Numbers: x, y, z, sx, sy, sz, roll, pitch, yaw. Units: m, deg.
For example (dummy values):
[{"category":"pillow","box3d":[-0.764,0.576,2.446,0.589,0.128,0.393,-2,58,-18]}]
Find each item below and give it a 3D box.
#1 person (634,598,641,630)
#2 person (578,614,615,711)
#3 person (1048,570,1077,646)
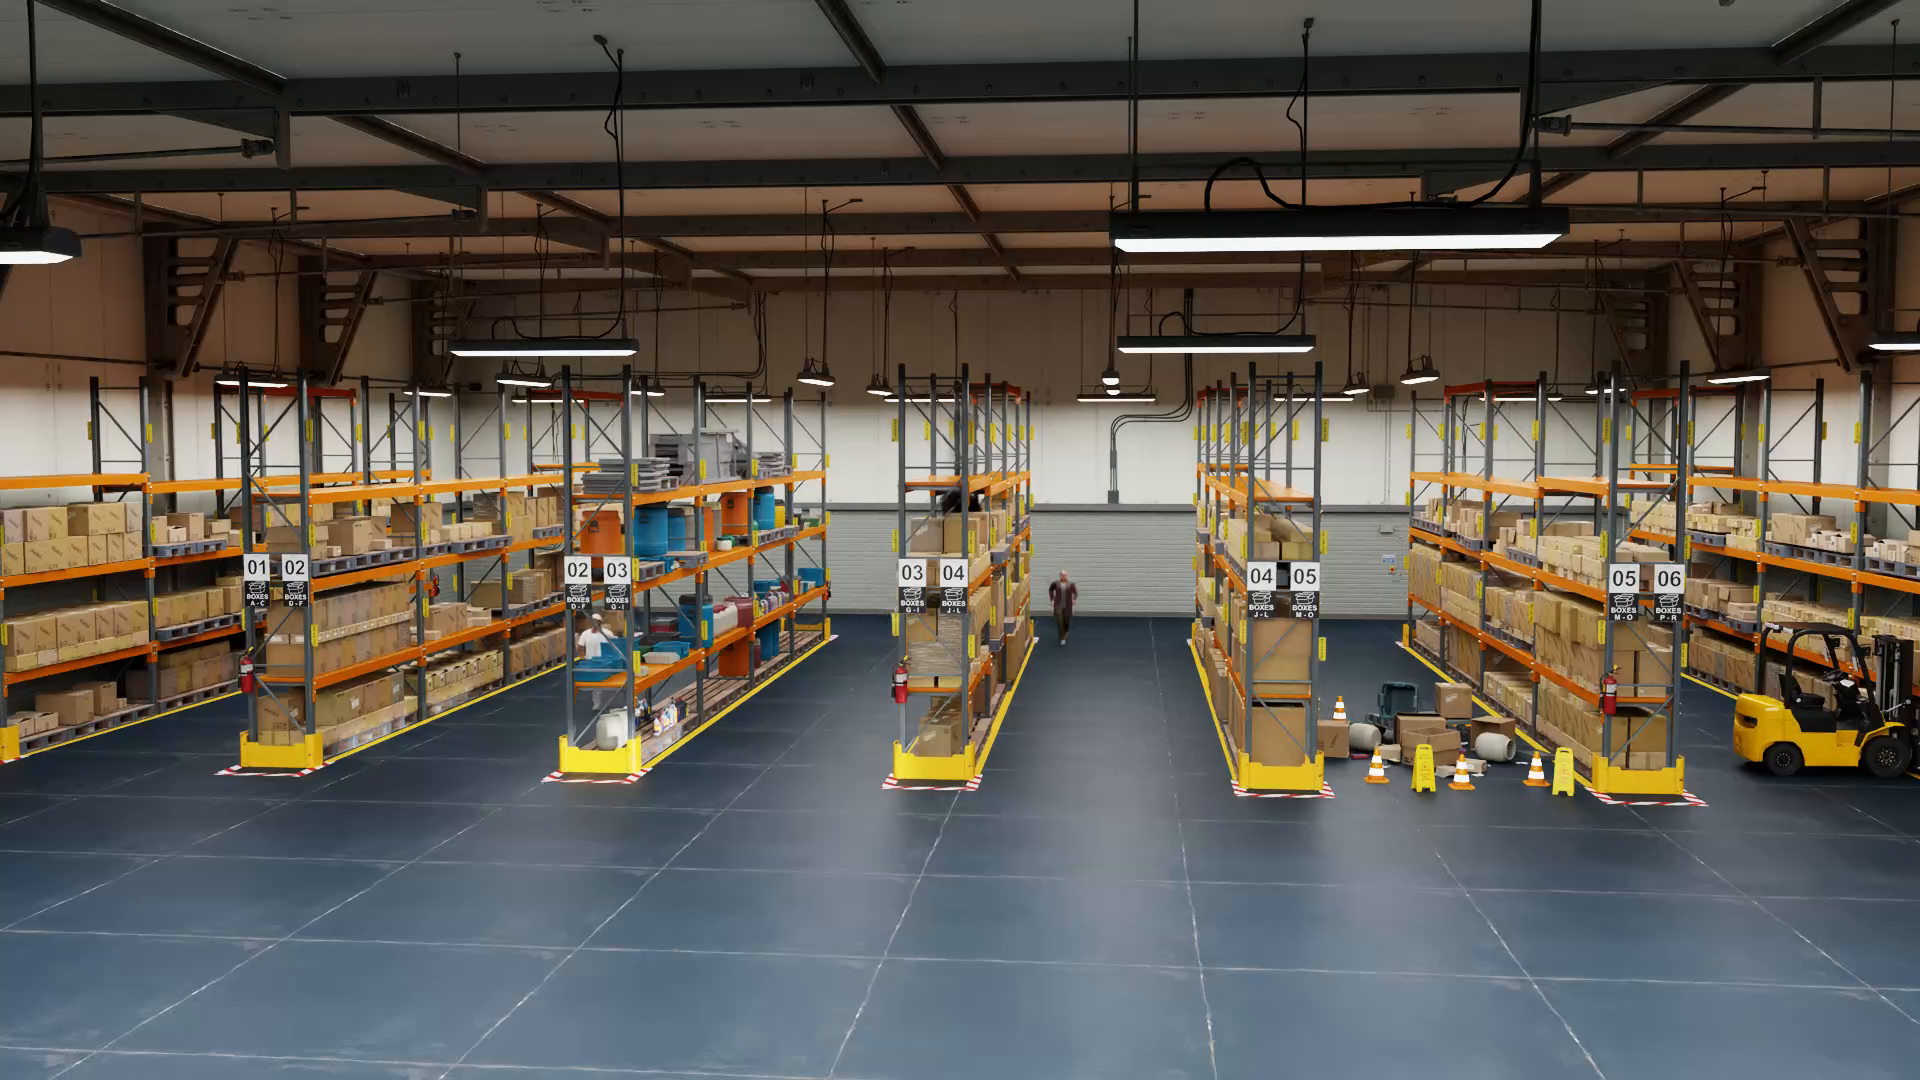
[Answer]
[{"category":"person","box3d":[-8.554,1.484,42.462,0.585,1.714,0.685,-4,5,-44]},{"category":"person","box3d":[-6.584,2.203,30.186,0.714,1.733,0.791,0,4,0]},{"category":"person","box3d":[2.453,1.591,39.632,0.690,1.761,0.954,0,4,2]}]
